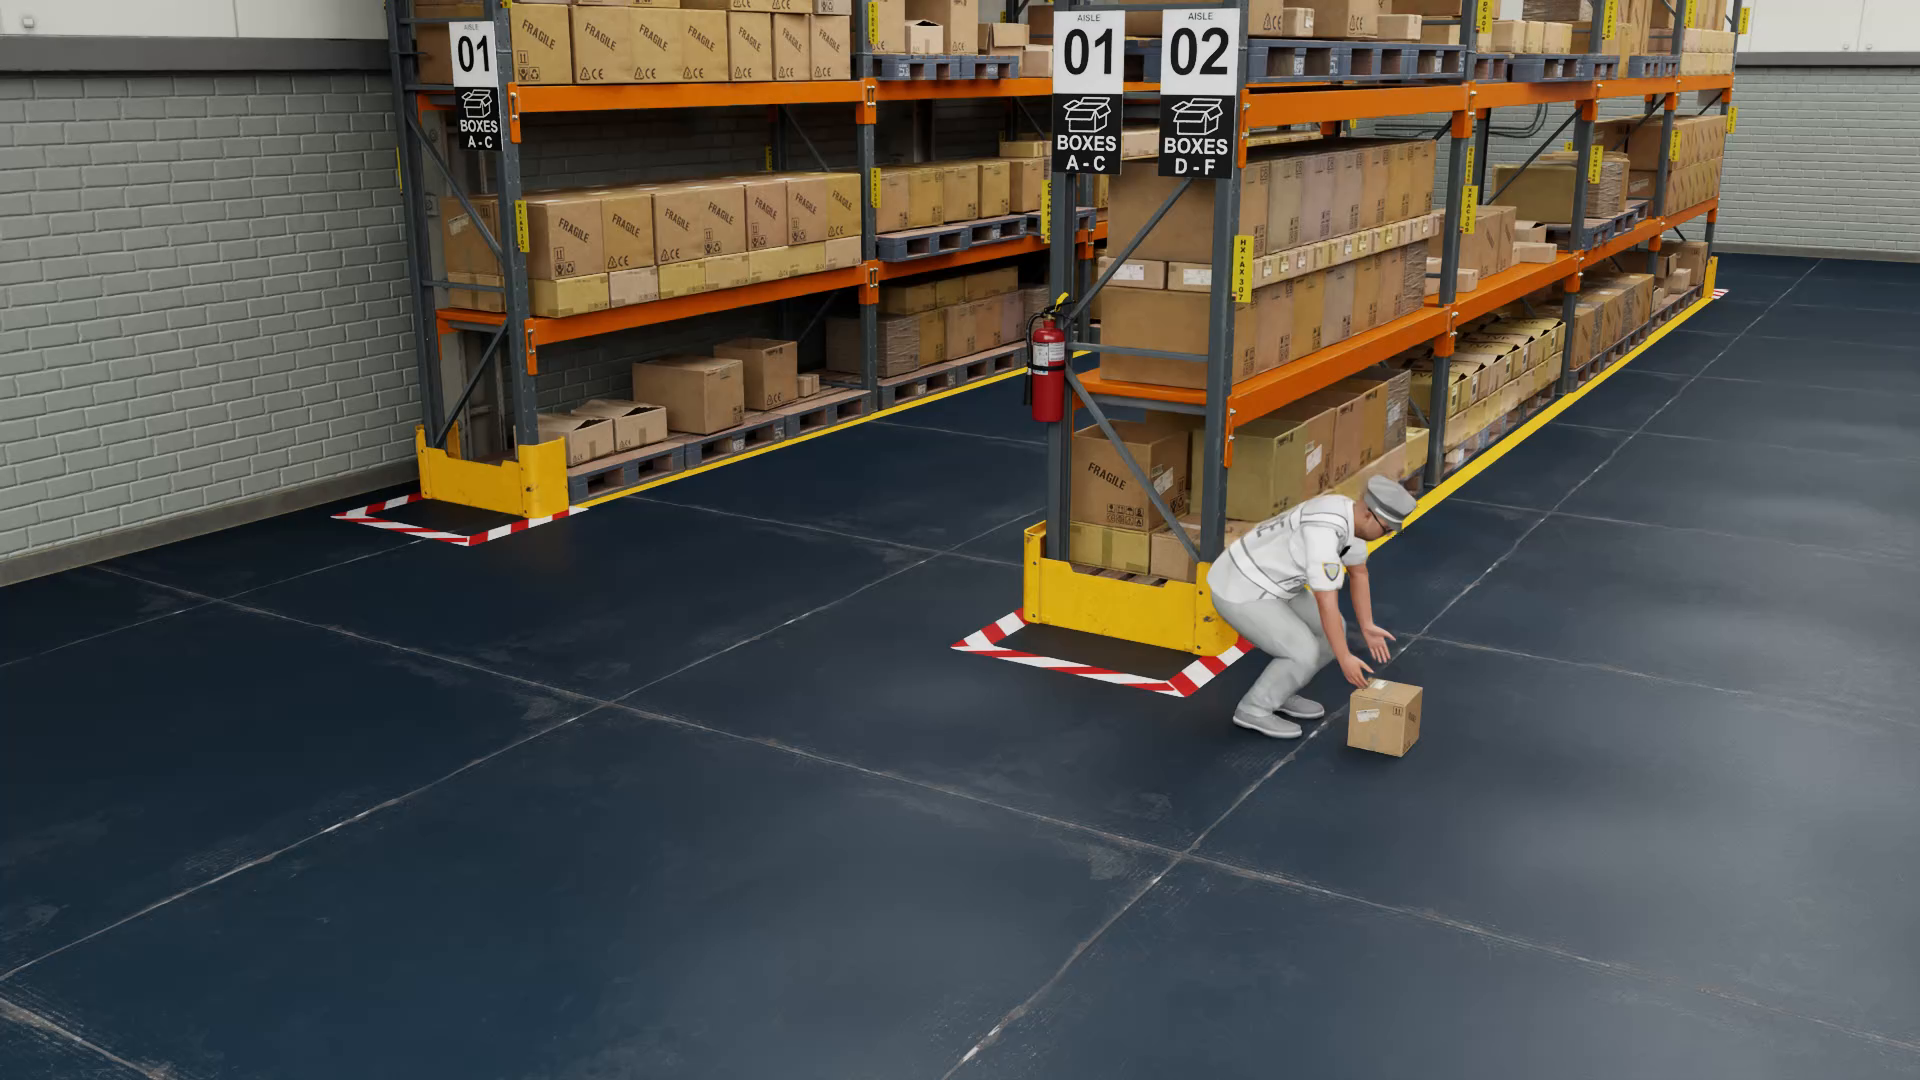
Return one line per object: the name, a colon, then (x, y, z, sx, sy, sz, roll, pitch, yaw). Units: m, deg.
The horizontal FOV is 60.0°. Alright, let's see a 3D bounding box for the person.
person: (1.680, 0.229, 7.460, 0.995, 1.351, 0.479, 9, 18, 29)
